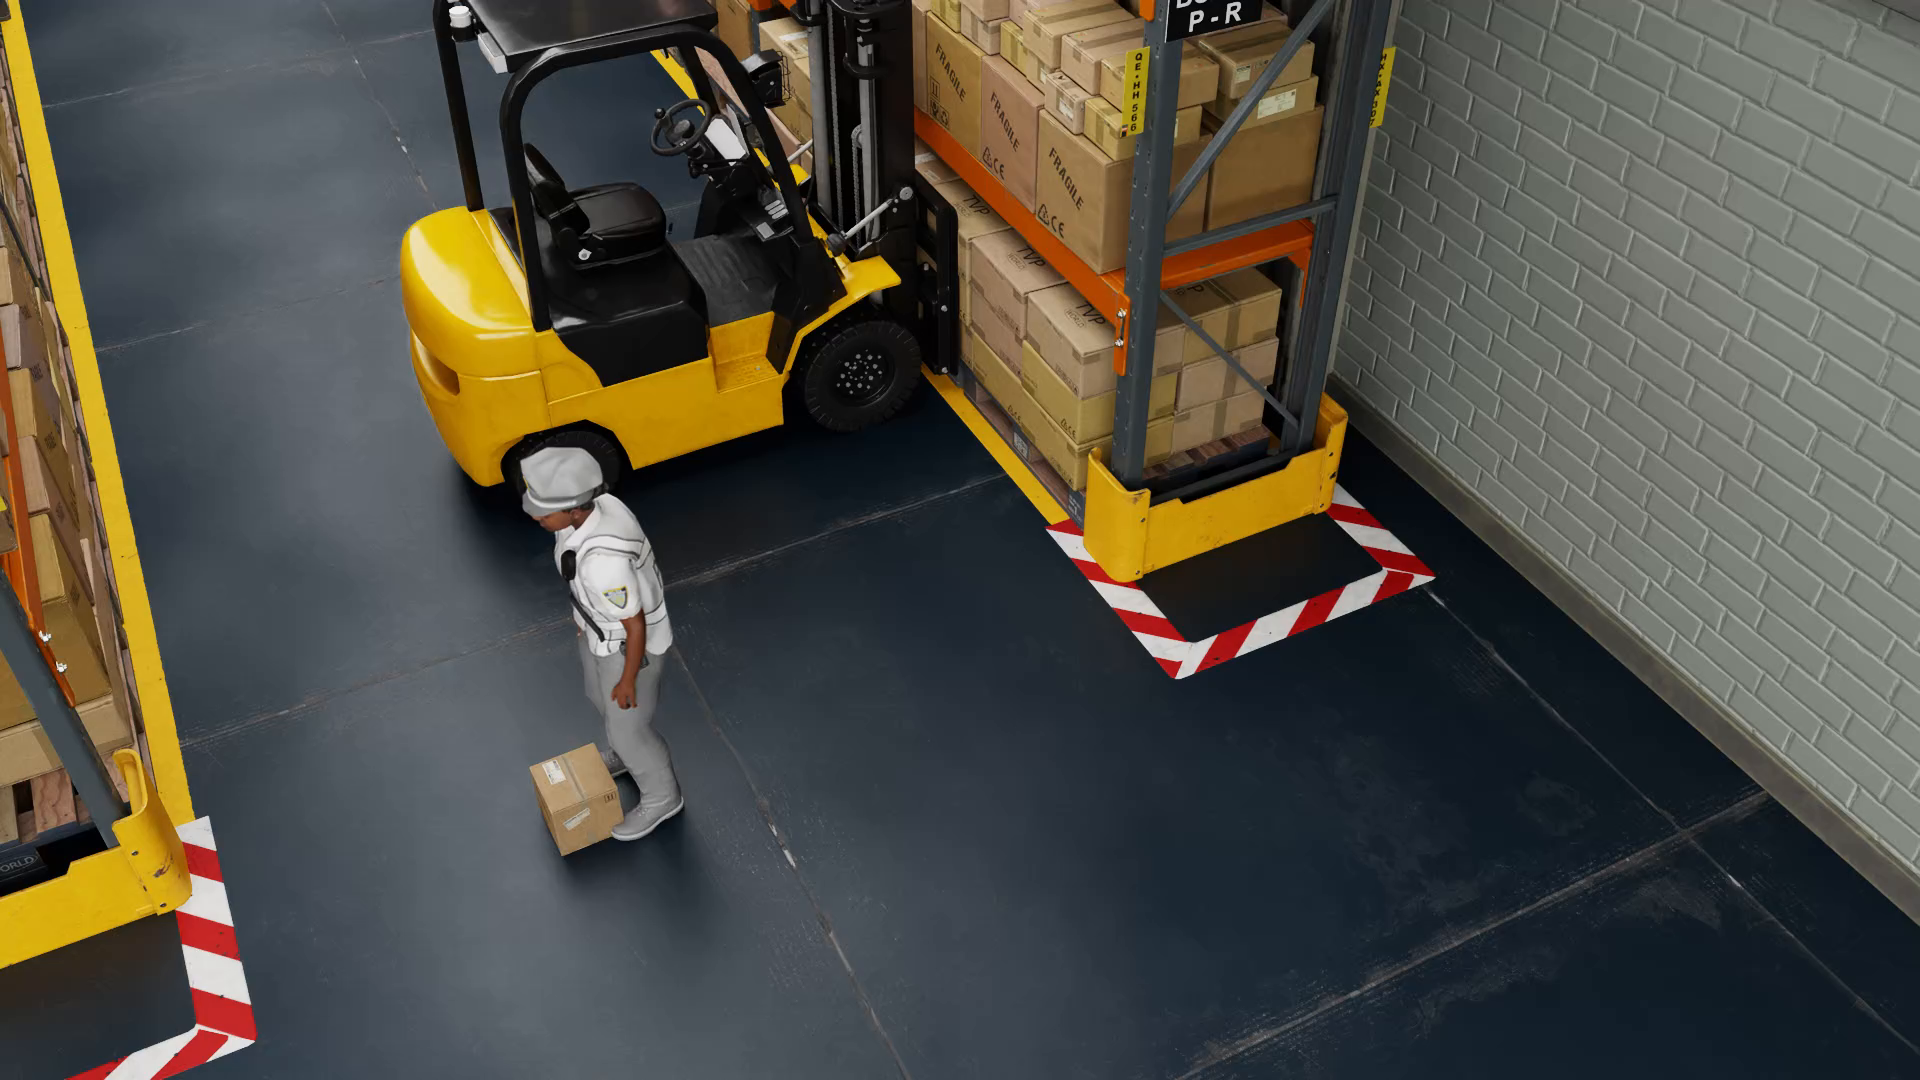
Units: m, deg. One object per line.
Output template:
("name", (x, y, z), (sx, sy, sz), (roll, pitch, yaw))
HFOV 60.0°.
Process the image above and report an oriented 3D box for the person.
("person", (-1.207, 0.349, 5.766), (0.396, 1.658, 0.504), (-19, 45, -20))
